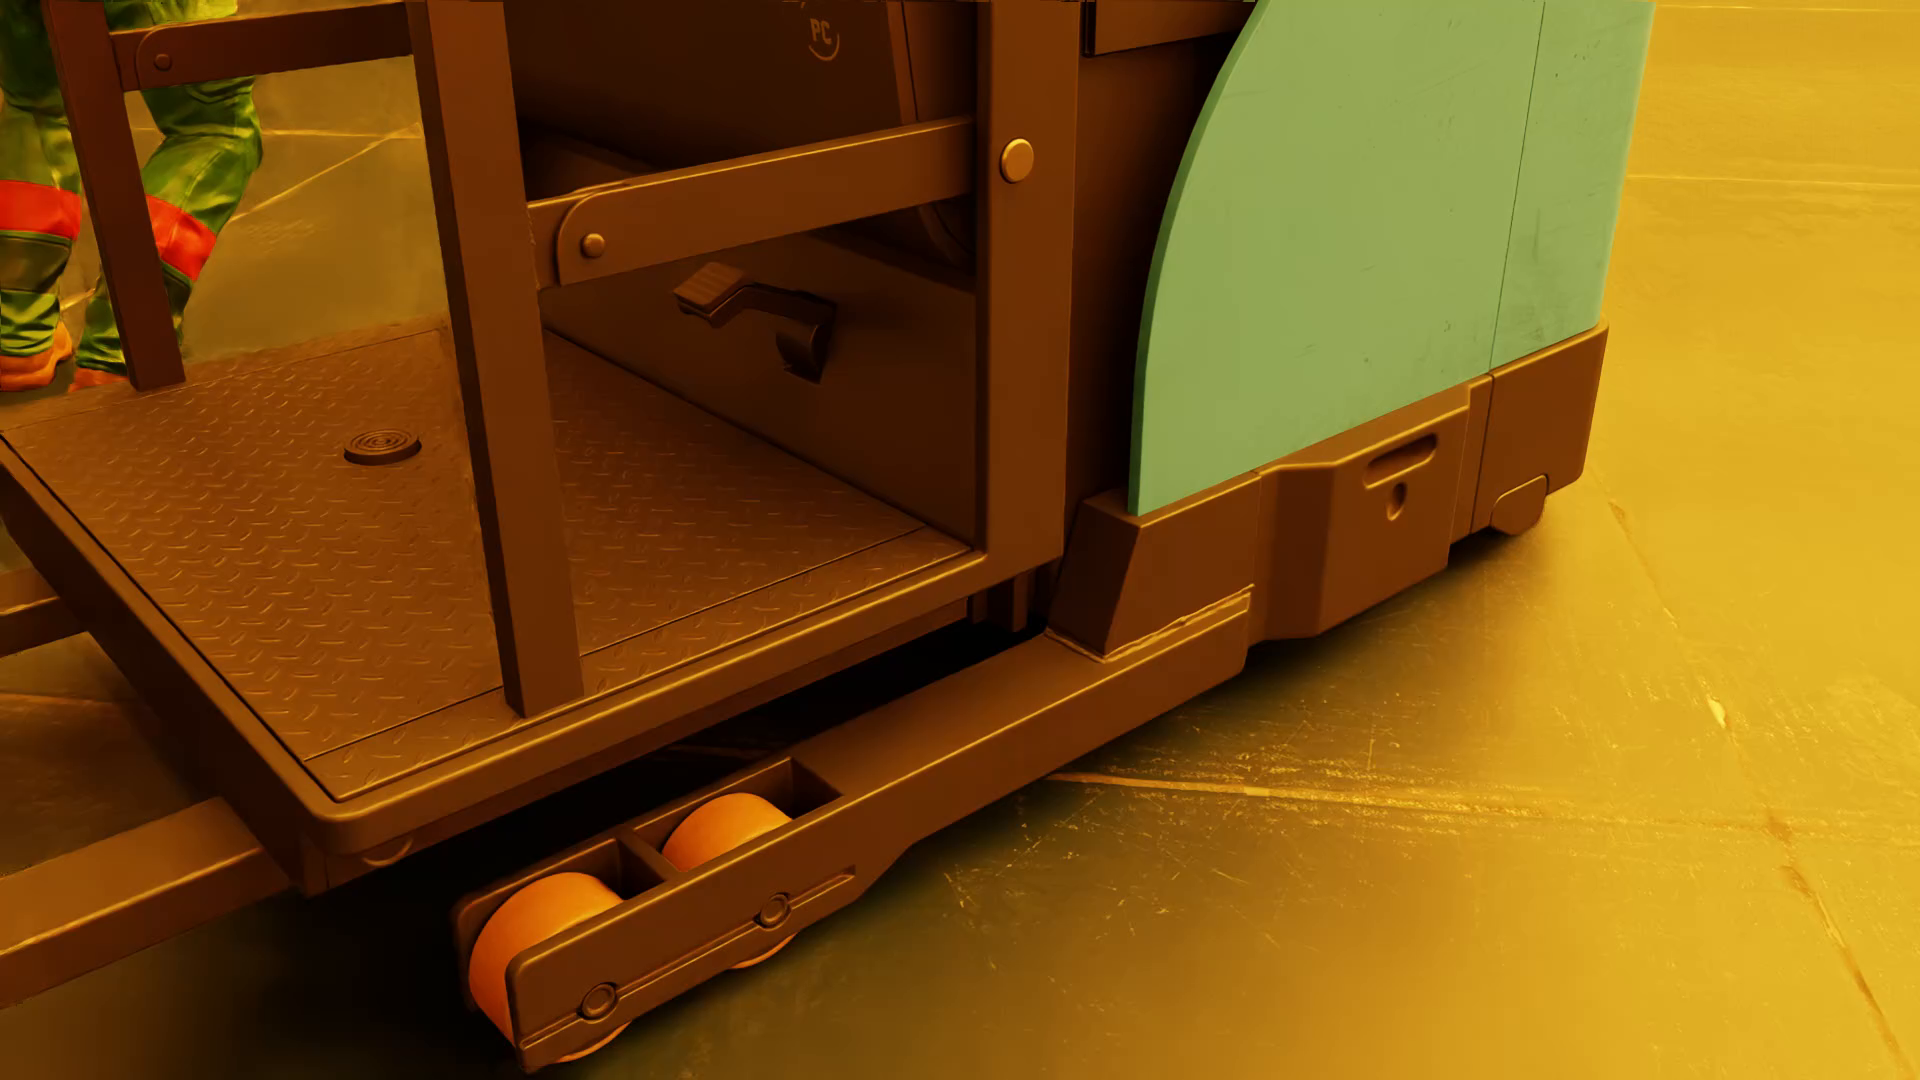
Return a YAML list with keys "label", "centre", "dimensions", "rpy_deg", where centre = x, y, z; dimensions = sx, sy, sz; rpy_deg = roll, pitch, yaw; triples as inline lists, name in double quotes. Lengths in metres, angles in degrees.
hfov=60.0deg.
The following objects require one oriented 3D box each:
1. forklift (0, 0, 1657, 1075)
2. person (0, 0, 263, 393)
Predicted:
- label: "forklift"
  centre: [-0.480, -1.096, 1.414]
  dimensions: [3.031, 2.935, 1.130]
  rpy_deg: [-21, 34, -36]
- label: "person"
  centre: [-1.482, -1.033, 2.666]
  dimensions: [0.894, 1.702, 0.493]
  rpy_deg: [11, 29, 21]
